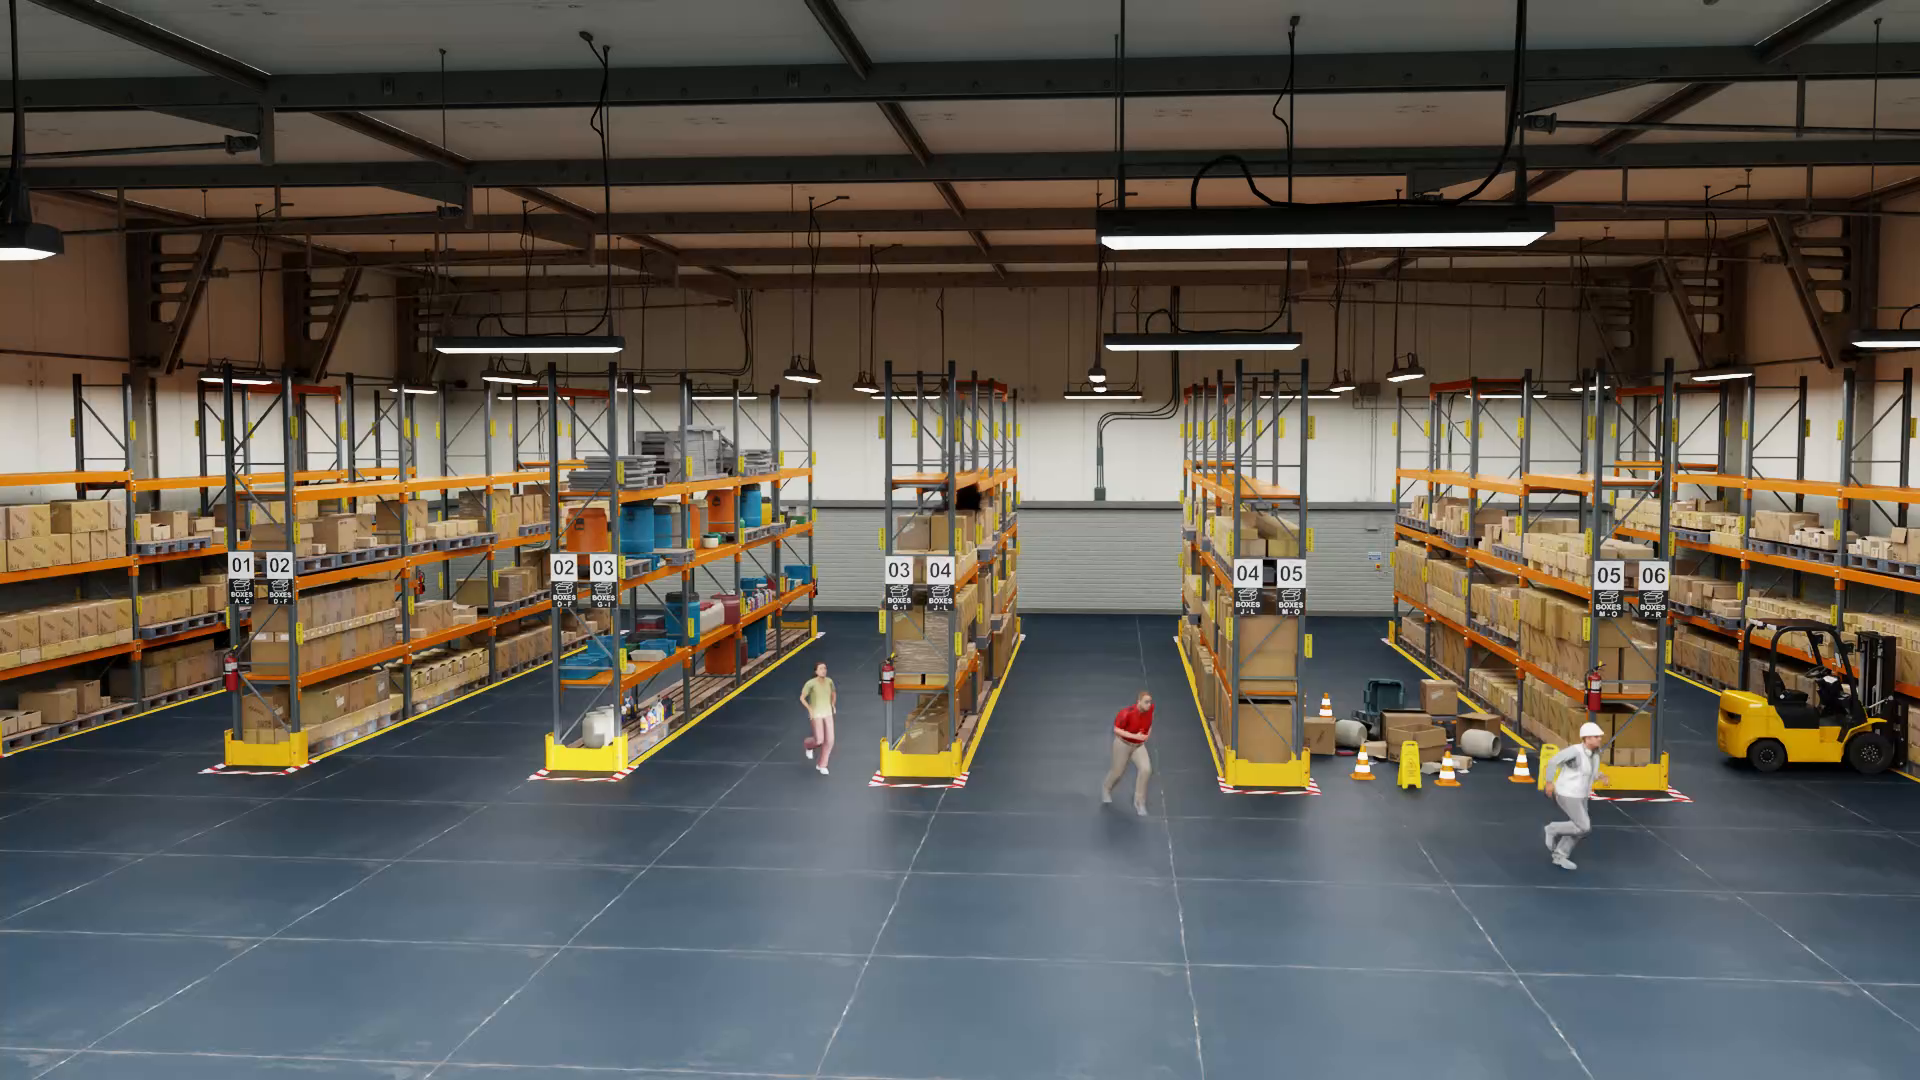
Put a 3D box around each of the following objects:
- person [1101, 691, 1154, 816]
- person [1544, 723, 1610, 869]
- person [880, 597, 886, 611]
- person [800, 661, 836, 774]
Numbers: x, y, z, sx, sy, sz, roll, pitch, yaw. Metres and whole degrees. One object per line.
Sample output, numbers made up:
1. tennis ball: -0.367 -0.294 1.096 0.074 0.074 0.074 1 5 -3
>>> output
1. person: 2.217 2.783 21.904 0.707 1.696 1.016 -2 4 -31
2. person: 7.073 2.917 18.970 0.647 1.703 0.664 -3 5 -42
3. person: -1.396 1.798 35.678 0.660 1.772 1.029 0 4 5
4. person: -2.076 2.597 24.519 0.591 1.646 0.644 -2 4 -29
